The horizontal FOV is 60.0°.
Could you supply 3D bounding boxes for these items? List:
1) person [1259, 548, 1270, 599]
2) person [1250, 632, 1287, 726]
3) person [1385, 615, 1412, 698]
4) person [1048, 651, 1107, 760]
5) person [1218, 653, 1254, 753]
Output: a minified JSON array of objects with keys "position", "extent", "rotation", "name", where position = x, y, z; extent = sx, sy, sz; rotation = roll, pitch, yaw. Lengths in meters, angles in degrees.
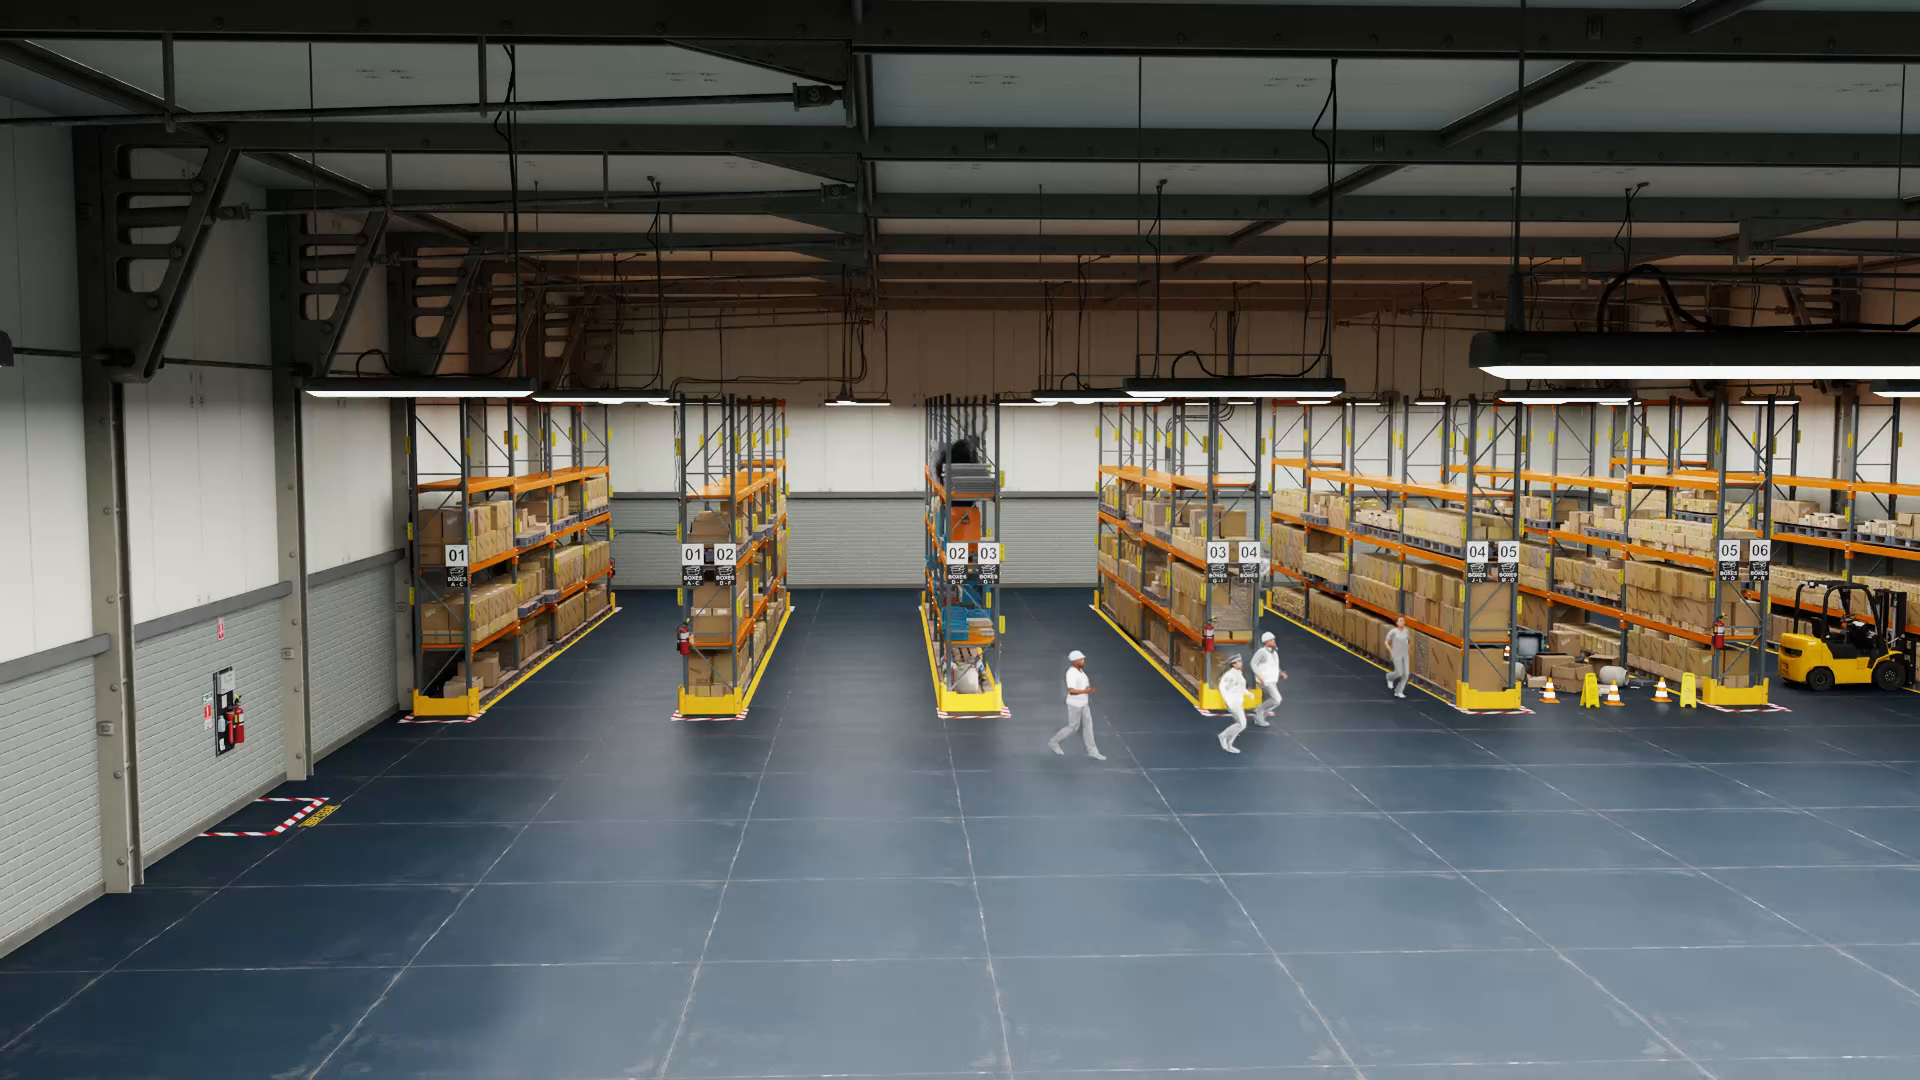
[{"position":[8.896,1.067,48.867],"extent":[0.620,1.662,0.659],"rotation":[-2,5,-23],"name":"person"},{"position":[5.557,2.506,29.892],"extent":[0.631,1.698,0.612],"rotation":[4,6,39],"name":"person"},{"position":[8.728,2.305,33.072],"extent":[0.565,1.626,0.573],"rotation":[-1,5,-15],"name":"person"},{"position":[1.905,2.680,27.004],"extent":[0.962,1.770,0.679],"rotation":[2,5,21],"name":"person"},{"position":[4.605,2.709,27.685],"extent":[0.538,1.663,0.630],"rotation":[2,5,27],"name":"person"}]
